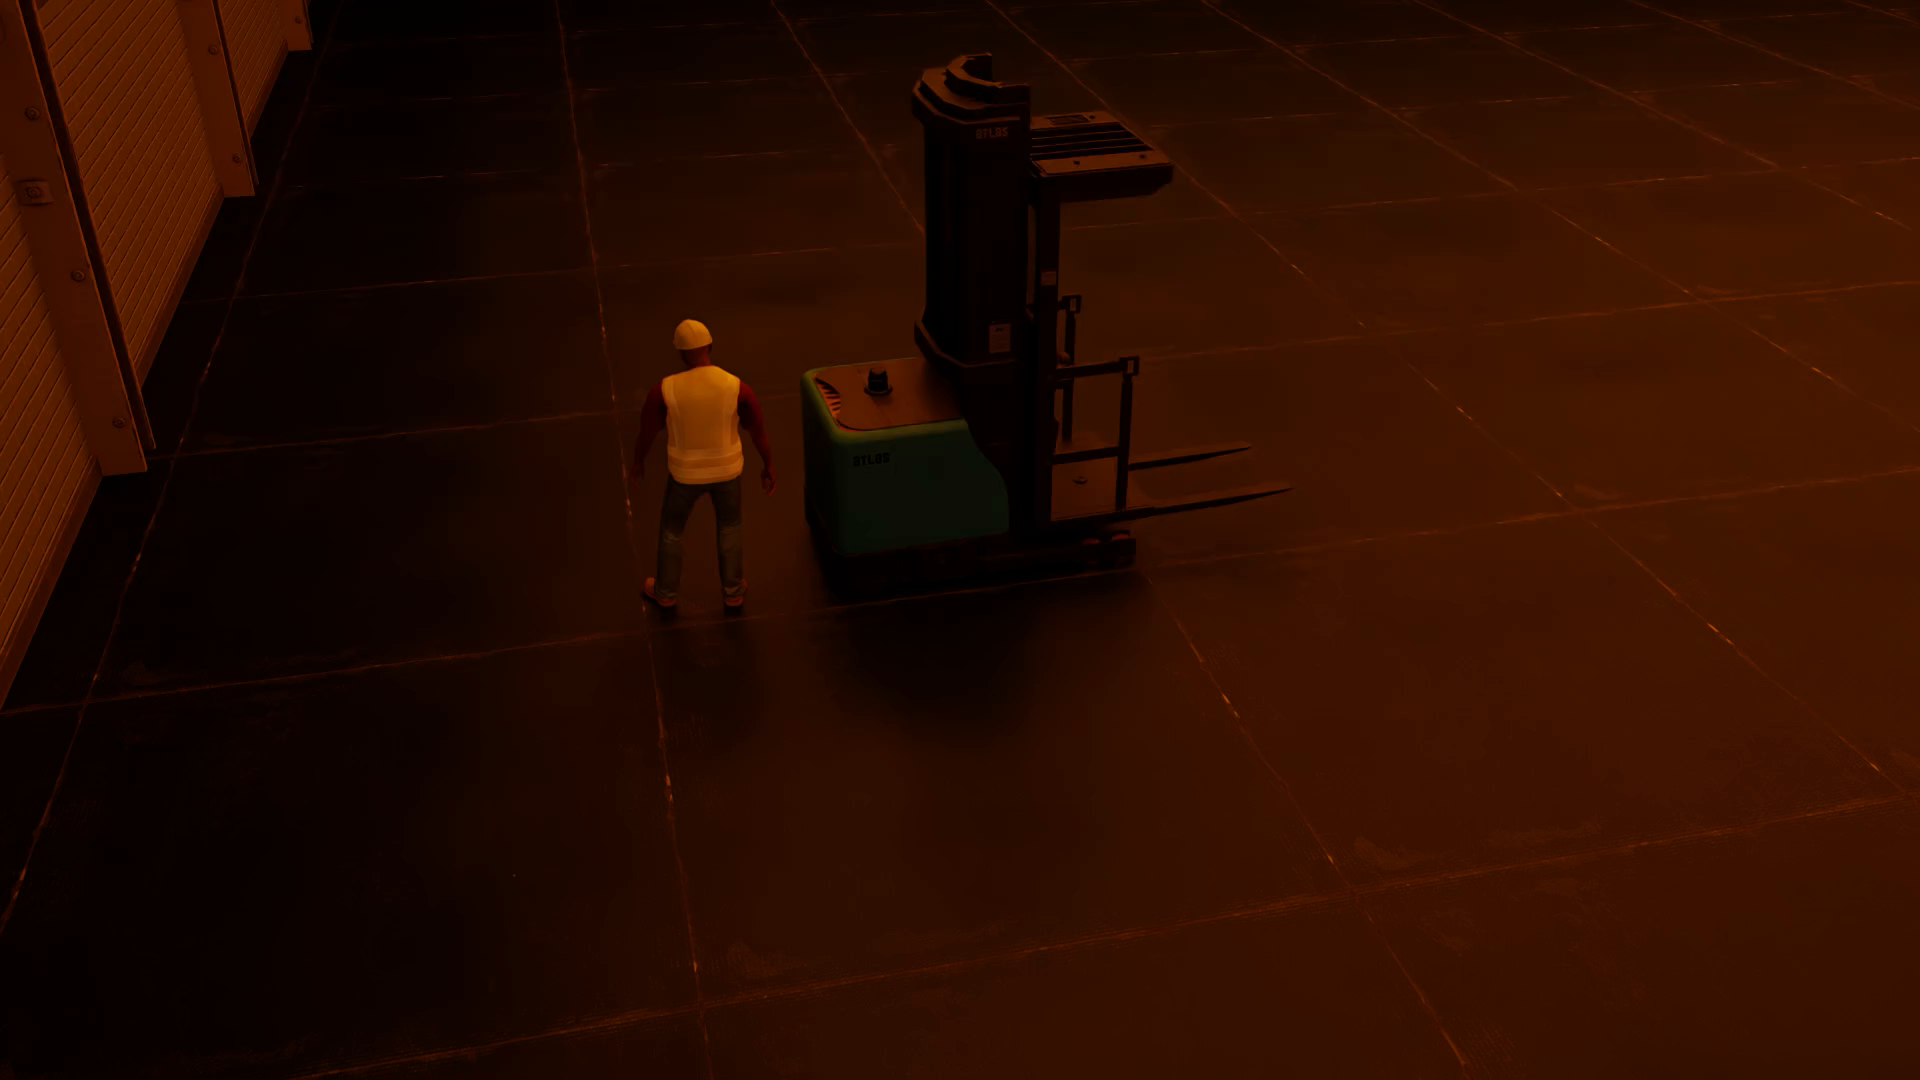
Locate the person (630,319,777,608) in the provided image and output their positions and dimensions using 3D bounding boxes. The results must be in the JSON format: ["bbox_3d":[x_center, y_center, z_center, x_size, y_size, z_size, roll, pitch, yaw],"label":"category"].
[{"bbox_3d":[-1.471,-0.430,9.509,0.824,1.740,0.418,-6,31,-10],"label":"person"}]

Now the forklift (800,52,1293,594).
[{"bbox_3d":[0.585,-1.359,9.921,3.031,2.935,1.130,-8,31,-14],"label":"forklift"}]
